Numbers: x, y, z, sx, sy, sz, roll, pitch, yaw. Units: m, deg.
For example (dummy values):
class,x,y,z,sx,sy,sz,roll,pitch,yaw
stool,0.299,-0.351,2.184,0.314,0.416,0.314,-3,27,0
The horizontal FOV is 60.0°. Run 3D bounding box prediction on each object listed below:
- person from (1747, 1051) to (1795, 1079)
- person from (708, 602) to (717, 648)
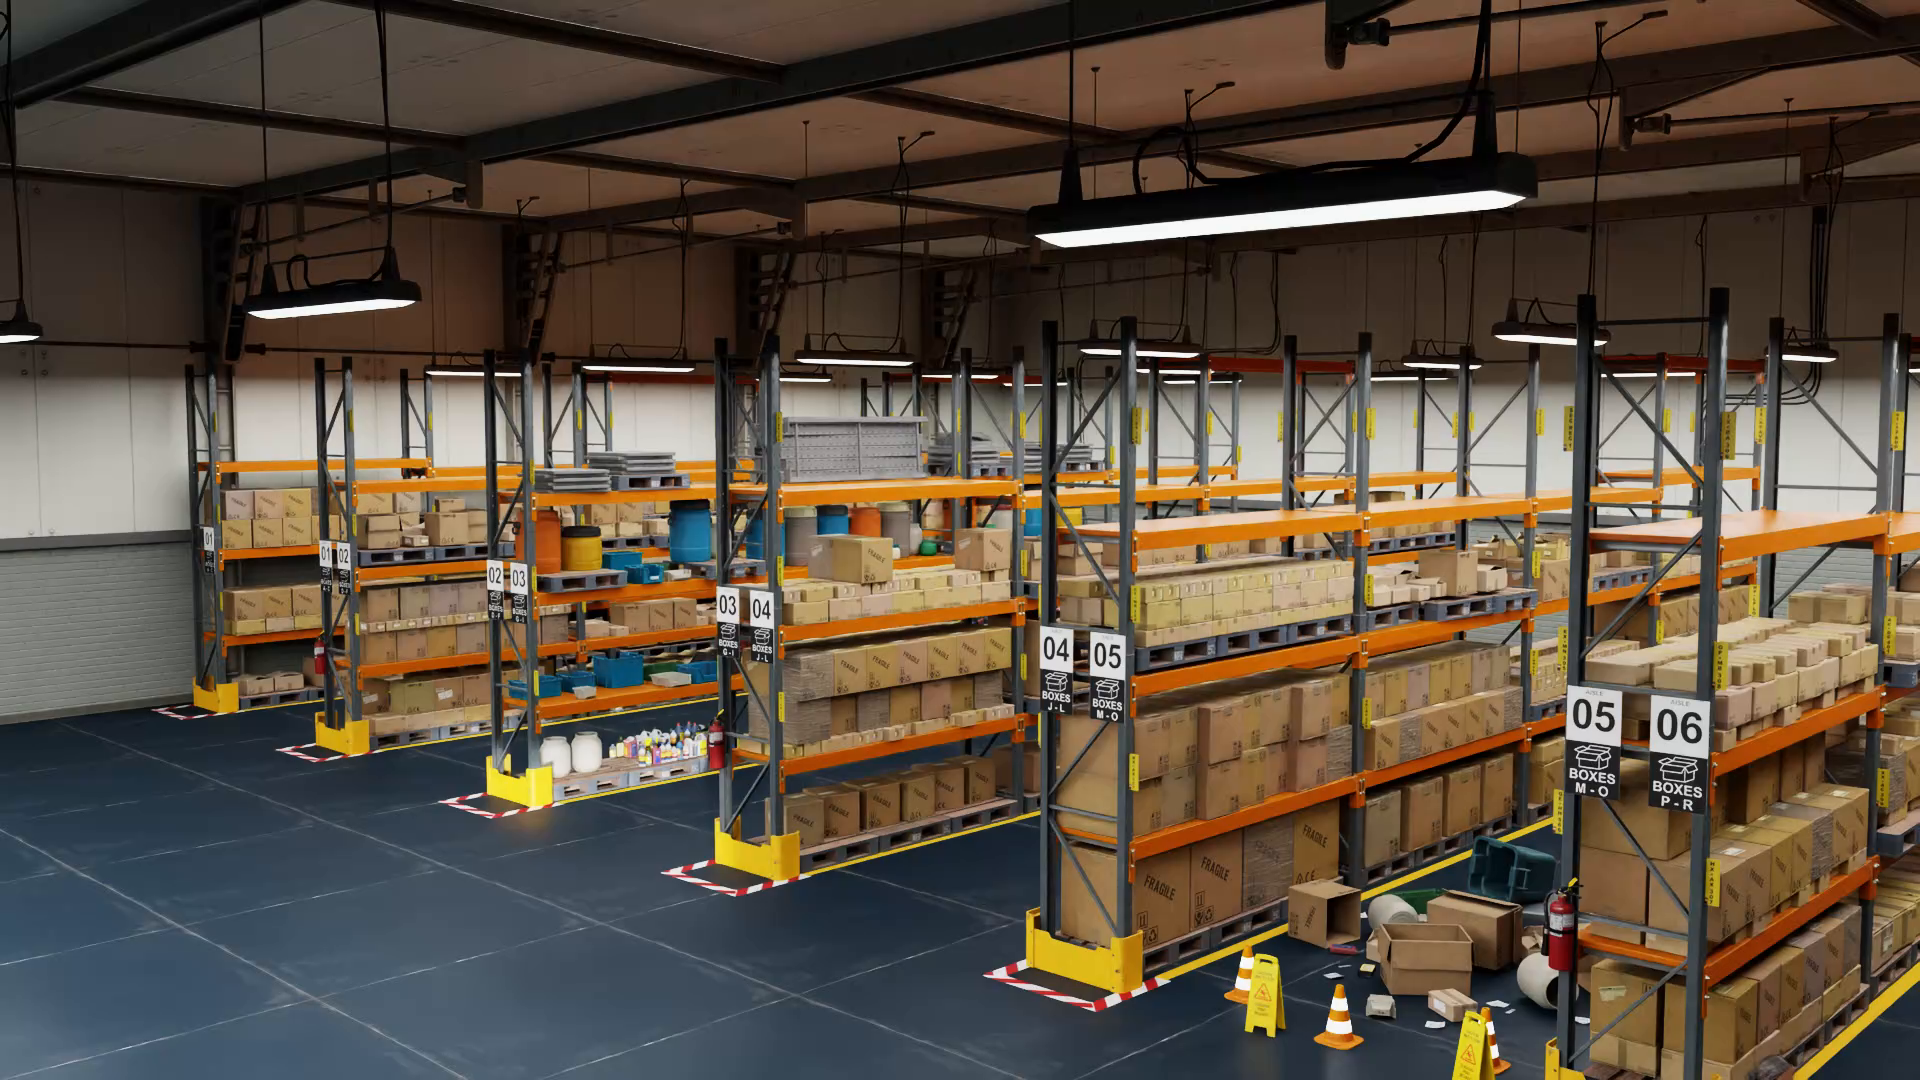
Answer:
class,x,y,z,sx,sy,sz,roll,pitch,yaw
person,4.444,3.638,9.203,0.659,1.643,0.491,3,5,34
person,-4.647,1.797,32.857,0.629,1.727,0.567,2,5,23
